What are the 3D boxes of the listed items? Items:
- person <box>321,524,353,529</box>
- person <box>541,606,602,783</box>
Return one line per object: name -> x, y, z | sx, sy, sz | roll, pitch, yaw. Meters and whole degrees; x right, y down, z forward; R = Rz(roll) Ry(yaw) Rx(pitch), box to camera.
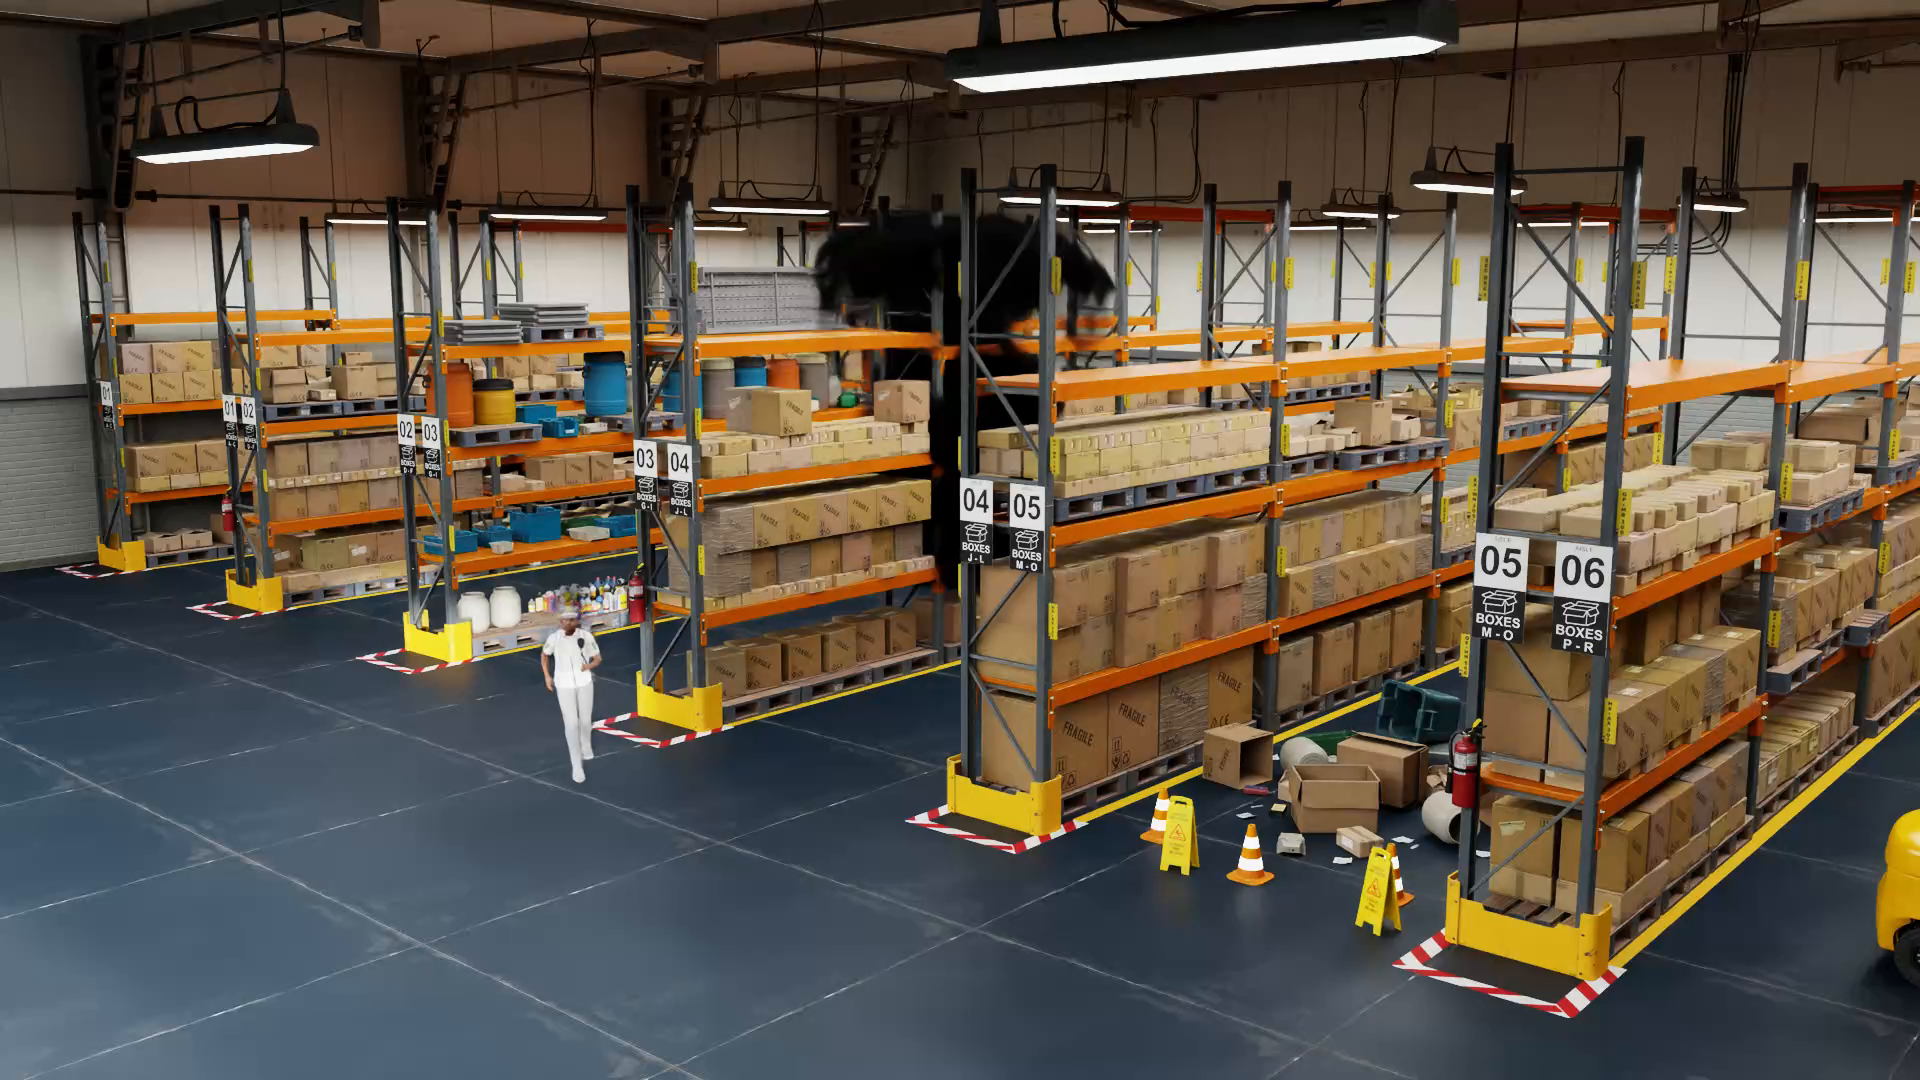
person -> -10.701, -0.426, 28.731 | 0.686, 1.779, 0.876 | 5, 11, 28
person -> -3.891, 1.495, 16.735 | 0.581, 1.748, 0.753 | -3, 10, -19
